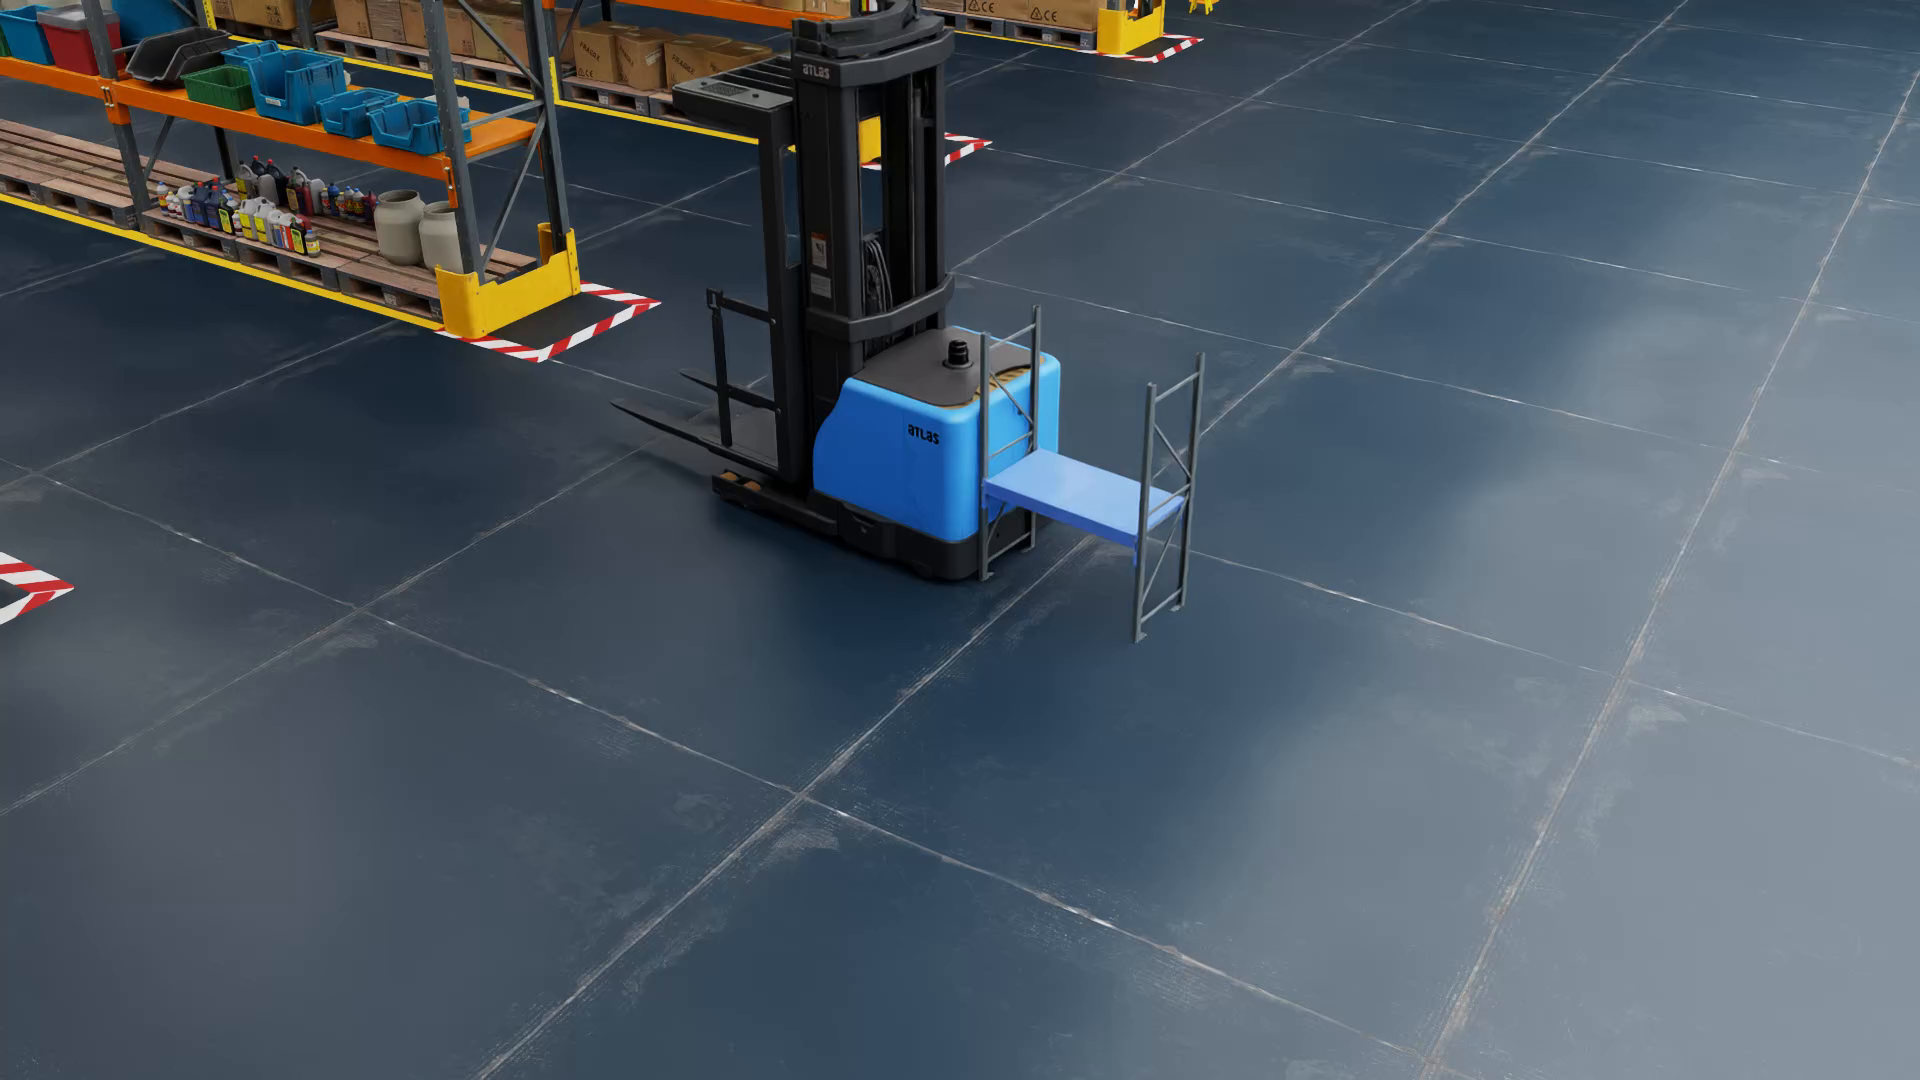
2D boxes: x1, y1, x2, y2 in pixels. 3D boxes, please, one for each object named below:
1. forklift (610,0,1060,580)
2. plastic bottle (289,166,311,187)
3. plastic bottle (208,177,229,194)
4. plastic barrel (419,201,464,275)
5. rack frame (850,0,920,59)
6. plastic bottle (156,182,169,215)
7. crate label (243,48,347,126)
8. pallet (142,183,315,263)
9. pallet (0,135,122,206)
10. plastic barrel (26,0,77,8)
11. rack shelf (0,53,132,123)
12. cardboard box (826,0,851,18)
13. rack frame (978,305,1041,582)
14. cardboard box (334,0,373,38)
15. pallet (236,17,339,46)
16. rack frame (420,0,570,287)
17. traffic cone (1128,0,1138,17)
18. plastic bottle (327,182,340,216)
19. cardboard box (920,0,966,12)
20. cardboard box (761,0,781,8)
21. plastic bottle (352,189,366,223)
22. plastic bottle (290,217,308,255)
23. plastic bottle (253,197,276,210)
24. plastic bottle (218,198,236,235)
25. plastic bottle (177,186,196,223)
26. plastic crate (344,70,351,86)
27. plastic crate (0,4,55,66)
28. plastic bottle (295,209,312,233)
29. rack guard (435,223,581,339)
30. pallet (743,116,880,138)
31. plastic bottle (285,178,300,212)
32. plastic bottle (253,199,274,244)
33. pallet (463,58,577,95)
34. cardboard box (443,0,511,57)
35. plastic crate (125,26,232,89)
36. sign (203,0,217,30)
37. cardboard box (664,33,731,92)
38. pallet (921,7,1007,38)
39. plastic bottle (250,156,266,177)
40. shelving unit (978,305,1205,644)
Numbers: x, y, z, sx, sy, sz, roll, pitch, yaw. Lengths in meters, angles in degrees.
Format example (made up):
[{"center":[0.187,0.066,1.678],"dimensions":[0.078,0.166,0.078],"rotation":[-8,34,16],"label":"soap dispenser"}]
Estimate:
[{"center":[-0.889,-1.639,9.650],"dimensions":[3.031,2.935,1.130],"rotation":[22,37,32],"label":"forklift"},{"center":[-5.584,-2.992,14.094],"dimensions":[0.185,0.351,0.144],"rotation":[17,34,27],"label":"plastic bottle"},{"center":[-6.179,-2.848,13.847],"dimensions":[0.185,0.351,0.144],"rotation":[18,35,27],"label":"plastic bottle"},{"center":[-3.929,-2.313,12.789],"dimensions":[0.421,0.512,0.421],"rotation":[0,30,0],"label":"plastic barrel"},{"center":[-0.698,-5.176,15.646],"dimensions":[0.127,3.000,1.000],"rotation":[18,35,27],"label":"rack frame"},{"center":[-6.682,-2.873,13.968],"dimensions":[0.097,0.271,0.097],"rotation":[0,30,0],"label":"plastic bottle"},{"center":[-5.033,-3.455,12.660],"dimensions":[0.616,0.435,0.502],"rotation":[18,35,27],"label":"crate label"},{"center":[-6.172,-2.732,14.223],"dimensions":[1.213,0.211,1.003],"rotation":[18,35,27],"label":"pallet"},{"center":[-8.442,-3.449,15.453],"dimensions":[1.213,0.211,1.003],"rotation":[18,35,27],"label":"pallet"},{"center":[-8.034,-4.739,14.761],"dimensions":[0.433,0.535,0.433],"rotation":[0,30,0],"label":"plastic barrel"},{"center":[-8.413,-4.359,14.959],"dimensions":[4.000,0.370,1.077],"rotation":[18,35,27],"label":"rack shelf"},{"center":[-1.049,-5.056,15.689],"dimensions":[0.250,0.149,0.380],"rotation":[18,35,27],"label":"cardboard box"},{"center":[0.271,-0.515,9.144],"dimensions":[0.032,1.500,0.500],"rotation":[22,37,32],"label":"rack frame"},{"center":[-6.895,-6.259,19.545],"dimensions":[0.500,0.500,0.700],"rotation":[16,34,25],"label":"cardboard box"},{"center":[-8.101,-6.358,20.439],"dimensions":[1.213,0.211,1.003],"rotation":[18,35,27],"label":"pallet"},{"center":[-3.331,-3.062,12.022],"dimensions":[0.127,3.000,1.000],"rotation":[18,35,27],"label":"rack frame"},{"center":[2.330,-6.918,21.150],"dimensions":[0.334,0.463,0.336],"rotation":[18,35,27],"label":"traffic cone"},{"center":[-5.247,-2.865,13.956],"dimensions":[0.097,0.271,0.097],"rotation":[0,30,0],"label":"plastic bottle"},{"center":[-0.102,-7.163,20.743],"dimensions":[0.875,0.875,0.875],"rotation":[18,35,28],"label":"cardboard box"},{"center":[-1.703,-5.242,16.007],"dimensions":[0.250,0.149,0.380],"rotation":[18,35,27],"label":"cardboard box"},{"center":[-4.991,-2.784,13.817],"dimensions":[0.097,0.271,0.097],"rotation":[0,30,0],"label":"plastic bottle"},{"center":[-5.228,-2.407,13.159],"dimensions":[0.133,0.283,0.061],"rotation":[18,35,29],"label":"plastic bottle"},{"center":[-5.678,-2.659,13.598],"dimensions":[0.135,0.276,0.152],"rotation":[18,35,27],"label":"plastic bottle"},{"center":[-5.978,-2.644,13.565],"dimensions":[0.133,0.283,0.061],"rotation":[19,35,29],"label":"plastic bottle"},{"center":[-6.393,-2.800,13.839],"dimensions":[0.135,0.276,0.152],"rotation":[19,35,29],"label":"plastic bottle"},{"center":[-5.209,-3.693,13.365],"dimensions":[0.437,0.136,0.530],"rotation":[18,35,27],"label":"plastic crate"},{"center":[-7.818,-4.290,14.142],"dimensions":[0.575,0.384,0.392],"rotation":[18,35,27],"label":"plastic crate"},{"center":[-5.262,-2.509,13.332],"dimensions":[0.133,0.283,0.061],"rotation":[18,35,27],"label":"plastic bottle"},{"center":[-3.420,-1.983,12.652],"dimensions":[0.348,0.500,1.175],"rotation":[18,35,27],"label":"rack guard"},{"center":[-1.431,-4.225,16.782],"dimensions":[1.213,0.211,1.003],"rotation":[18,35,27],"label":"pallet"},{"center":[-5.617,-2.912,14.024],"dimensions":[0.133,0.283,0.061],"rotation":[18,35,27],"label":"plastic bottle"},{"center":[-5.578,-2.572,13.374],"dimensions":[0.185,0.351,0.144],"rotation":[19,35,29],"label":"plastic bottle"},{"center":[-4.746,-5.251,18.541],"dimensions":[1.213,0.211,1.003],"rotation":[18,35,27],"label":"pallet"},{"center":[-5.462,-5.817,18.788],"dimensions":[0.500,0.500,0.700],"rotation":[14,33,23],"label":"cardboard box"},{"center":[-6.343,-3.912,13.541],"dimensions":[0.504,0.338,0.767],"rotation":[18,35,27],"label":"plastic crate"},{"center":[-6.417,-4.485,14.187],"dimensions":[0.005,0.325,0.100],"rotation":[18,35,27],"label":"sign"},{"center":[-2.711,-4.942,17.308],"dimensions":[0.500,0.500,0.500],"rotation":[14,33,23],"label":"cardboard box"},{"center":[0.277,-6.569,20.801],"dimensions":[1.213,0.211,1.003],"rotation":[18,35,27],"label":"pallet"},{"center":[-6.020,-3.130,14.331],"dimensions":[0.185,0.351,0.144],"rotation":[17,34,26],"label":"plastic bottle"},{"center":[0.671,-0.357,8.873],"dimensions":[1.048,1.500,0.538],"rotation":[22,37,32],"label":"shelving unit"}]
